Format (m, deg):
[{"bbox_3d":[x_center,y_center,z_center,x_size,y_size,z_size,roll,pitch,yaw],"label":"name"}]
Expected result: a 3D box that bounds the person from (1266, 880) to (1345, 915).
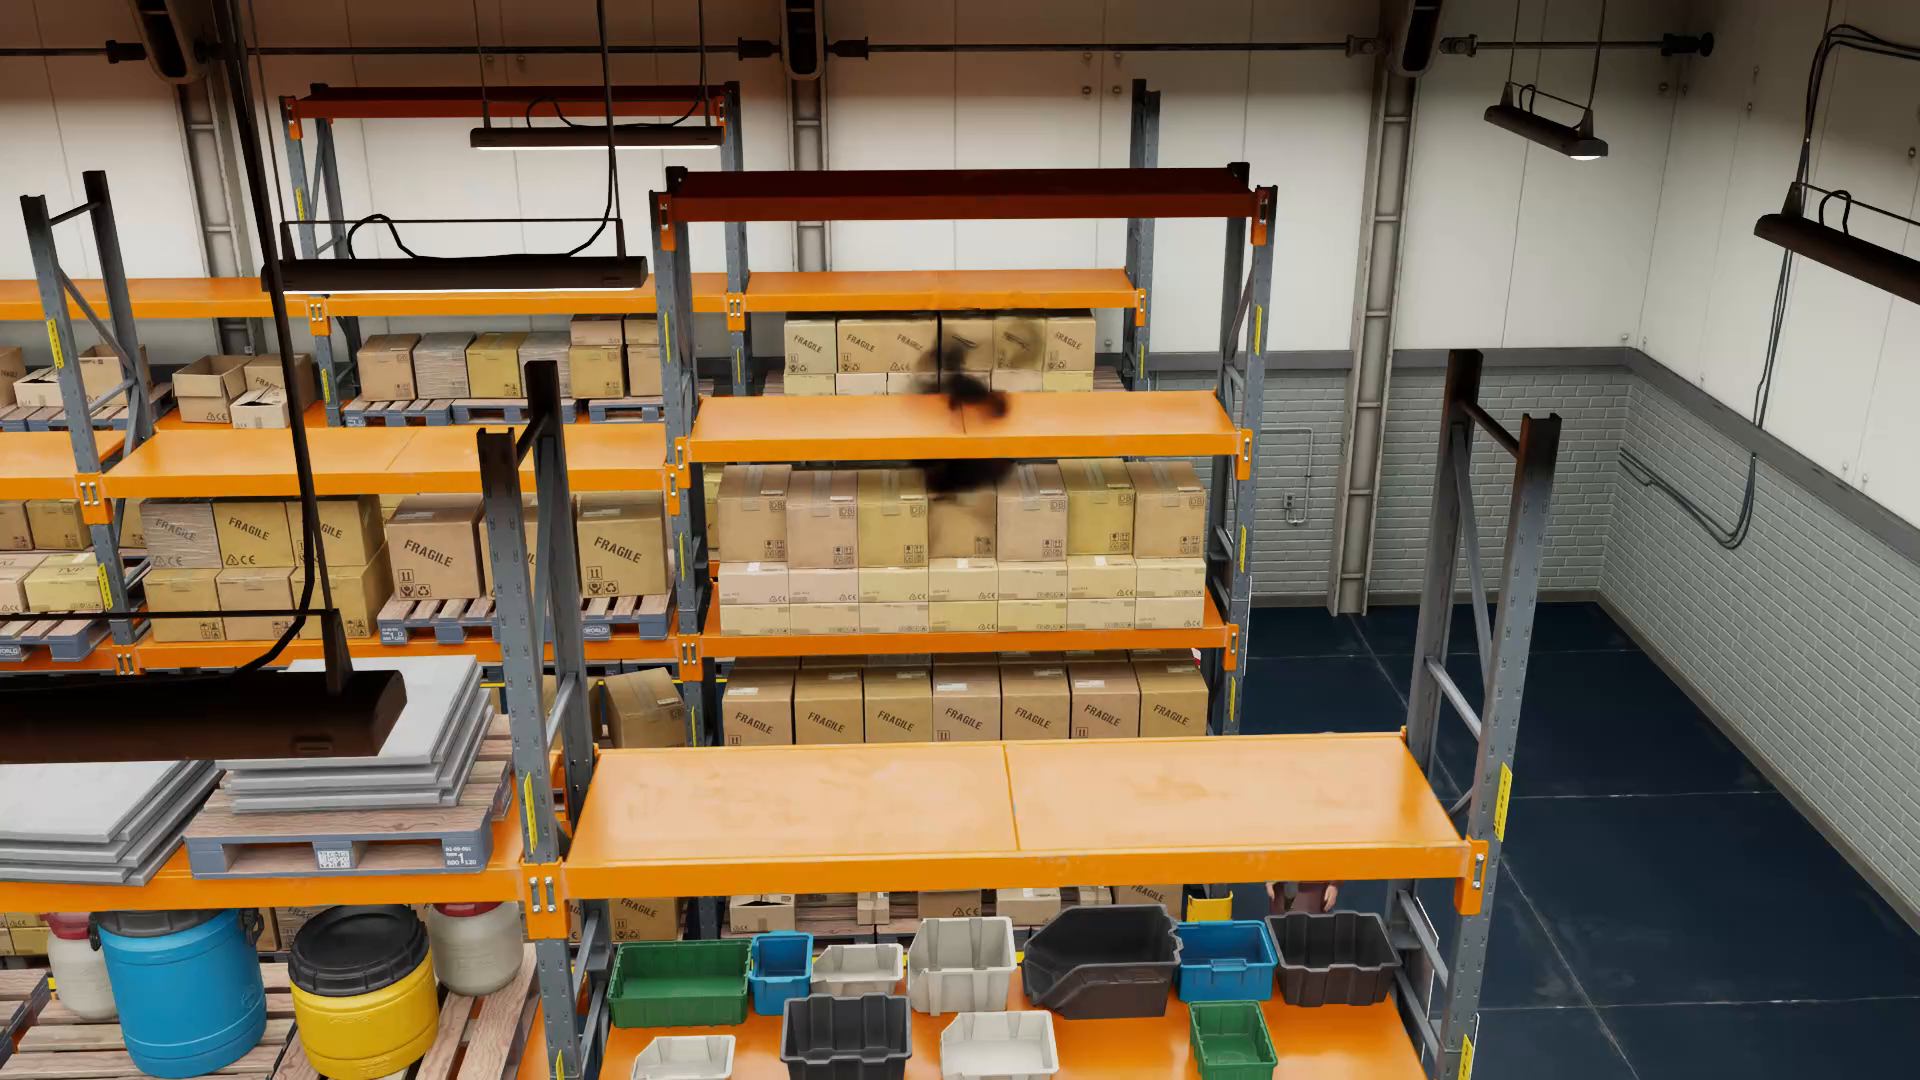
[{"bbox_3d":[2.392,2.517,11.957,0.695,1.710,0.531,17,28,36],"label":"person"}]
